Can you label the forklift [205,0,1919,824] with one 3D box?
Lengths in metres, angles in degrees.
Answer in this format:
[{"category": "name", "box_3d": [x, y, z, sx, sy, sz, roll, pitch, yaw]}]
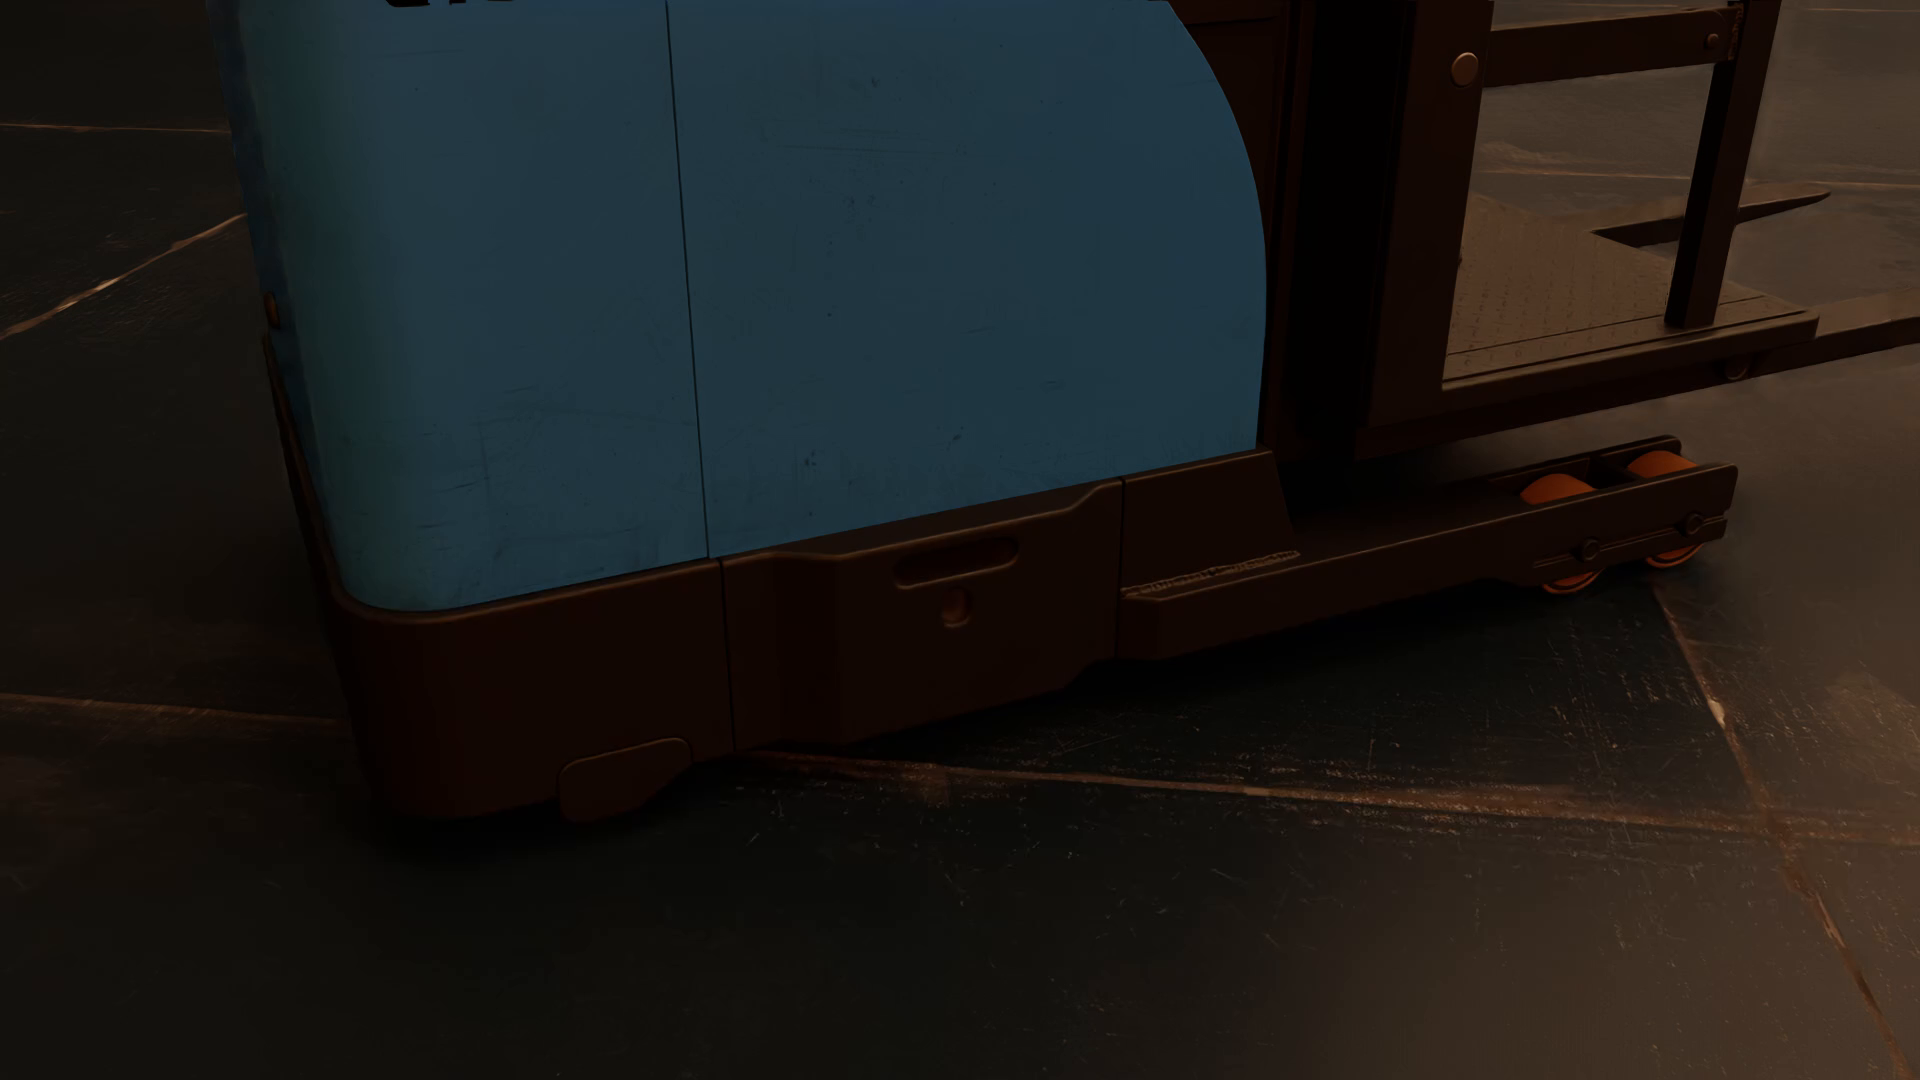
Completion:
[{"category": "forklift", "box_3d": [0.553, -1.436, 2.094, 3.031, 2.935, 1.130, -12, 29, -22]}]
